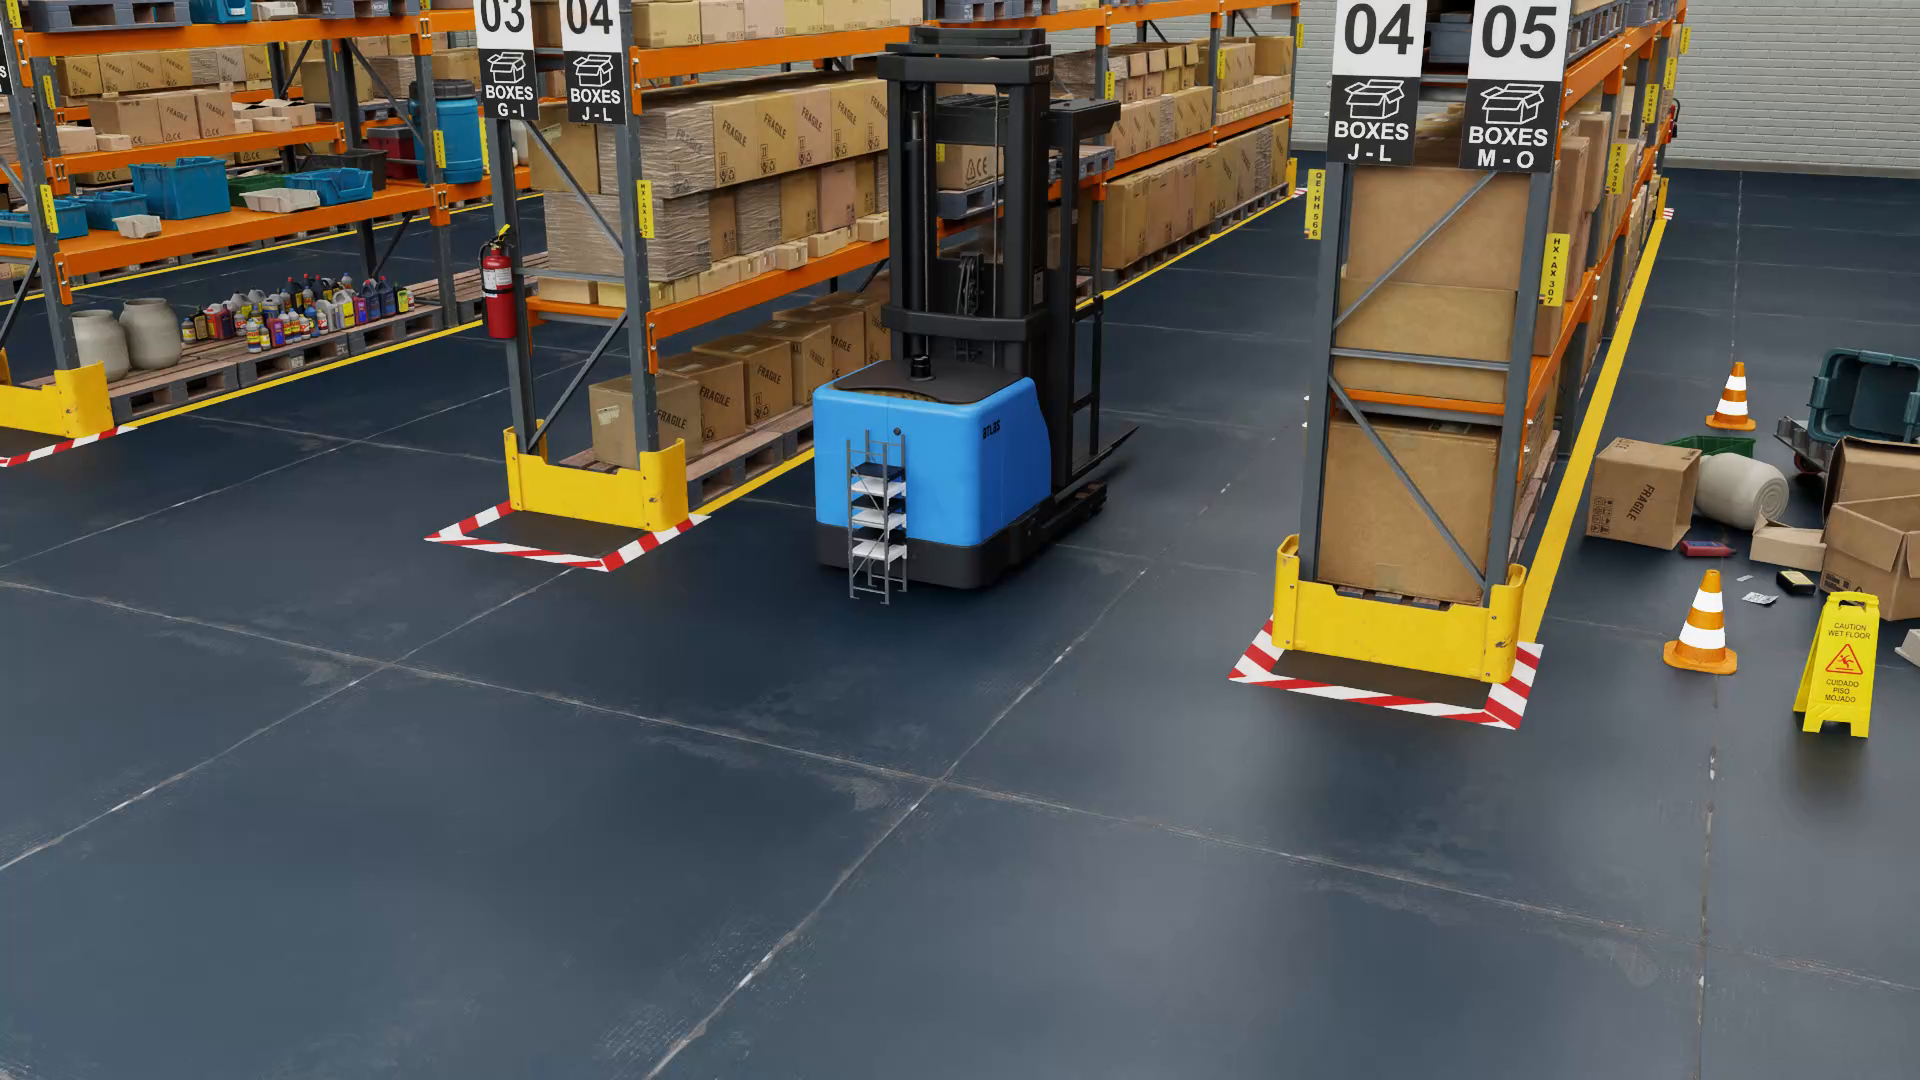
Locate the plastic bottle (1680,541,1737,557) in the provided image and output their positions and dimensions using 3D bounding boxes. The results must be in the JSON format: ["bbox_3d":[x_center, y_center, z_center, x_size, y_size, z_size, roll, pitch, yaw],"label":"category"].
[{"bbox_3d":[4.380,0.054,9.726,0.283,0.061,0.133,1,20,4],"label":"plastic bottle"}]

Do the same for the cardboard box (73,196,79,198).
[{"bbox_3d":[-9.589,-3.638,18.361,0.500,0.311,0.500,9,22,24],"label":"cardboard box"}]

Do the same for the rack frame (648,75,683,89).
[{"bbox_3d":[-3.545,-4.690,18.680,1.000,3.000,0.127,9,21,23],"label":"rack frame"}]

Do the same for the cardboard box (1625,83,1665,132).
[{"bbox_3d":[7.528,-4.826,18.469,0.500,0.500,0.500,8,21,22],"label":"cardboard box"}]

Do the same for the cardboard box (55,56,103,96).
[{"bbox_3d":[-12.151,-6.360,22.752,0.500,0.500,0.500,9,22,24],"label":"cardboard box"}]

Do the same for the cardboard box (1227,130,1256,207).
[{"bbox_3d":[3.323,-4.896,21.804,0.875,0.875,0.875,9,21,23],"label":"cardboard box"}]

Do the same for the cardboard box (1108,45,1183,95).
[{"bbox_3d":[2.066,-5.349,18.885,0.797,0.503,0.637,9,21,23],"label":"cardboard box"}]

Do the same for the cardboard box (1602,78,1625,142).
[{"bbox_3d":[5.264,-3.681,14.203,0.700,0.500,0.500,8,21,22],"label":"cardboard box"}]

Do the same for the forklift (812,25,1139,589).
[{"bbox_3d":[0.277,-1.569,10.008,1.130,2.935,3.031,9,22,25],"label":"forklift"}]

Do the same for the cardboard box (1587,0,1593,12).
[{"bbox_3d":[2.821,-2.609,7.950,0.380,0.149,0.250,9,21,23],"label":"cardboard box"}]

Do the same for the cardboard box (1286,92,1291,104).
[{"bbox_3d":[4.404,-6.184,23.255,0.380,0.149,0.250,9,21,24],"label":"cardboard box"}]

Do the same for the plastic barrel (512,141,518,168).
[{"bbox_3d":[-4.501,-3.786,16.344,0.301,0.262,0.301,0,20,0],"label":"plastic barrel"}]

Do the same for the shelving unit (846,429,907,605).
[{"bbox_3d":[-0.447,-0.124,8.973,0.258,0.900,0.210,9,22,25],"label":"shelving unit"}]

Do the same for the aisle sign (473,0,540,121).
[{"bbox_3d":[-2.601,-2.812,9.520,0.394,0.787,0.004,9,21,23],"label":"aisle sign"}]

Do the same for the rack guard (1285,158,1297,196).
[{"bbox_3d":[4.259,-5.286,24.086,1.175,0.500,0.348,9,21,23],"label":"rack guard"}]

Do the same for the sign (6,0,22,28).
[{"bbox_3d":[-6.321,-3.585,11.084,0.100,0.325,0.005,9,21,23],"label":"sign"}]

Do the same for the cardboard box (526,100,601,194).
[{"bbox_3d":[-2.303,-2.425,10.227,0.500,0.500,0.500,9,21,23],"label":"cardboard box"}]

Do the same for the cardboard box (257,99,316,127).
[{"bbox_3d":[-8.251,-5.224,20.314,0.500,0.311,0.500,10,22,26],"label":"cardboard box"}]

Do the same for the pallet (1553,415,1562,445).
[{"bbox_3d":[4.067,-1.009,12.490,1.003,0.211,1.213,9,21,23],"label":"pallet"}]

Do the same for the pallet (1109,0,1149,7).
[{"bbox_3d":[1.189,-5.539,16.872,1.213,0.211,1.003,10,22,25],"label":"pallet"}]

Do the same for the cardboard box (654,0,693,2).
[{"bbox_3d":[-1.784,-3.214,9.682,0.380,0.149,0.250,9,21,24],"label":"cardboard box"}]

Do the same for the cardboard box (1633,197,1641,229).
[{"bbox_3d":[6.595,-3.314,16.796,0.500,0.250,0.500,8,21,20],"label":"cardboard box"}]

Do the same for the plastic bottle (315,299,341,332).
[{"bbox_3d":[-5.465,-1.948,14.379,0.152,0.276,0.135,9,21,24],"label":"plastic bottle"}]

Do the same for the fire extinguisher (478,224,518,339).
[{"bbox_3d":[-2.770,-1.557,9.985,0.296,0.674,0.183,9,21,23],"label":"fire extinguisher"}]

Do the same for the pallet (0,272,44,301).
[{"bbox_3d":[-10.064,-2.597,16.956,1.003,0.211,1.213,9,21,23],"label":"pallet"}]

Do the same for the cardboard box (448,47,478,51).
[{"bbox_3d":[-6.823,-6.725,23.625,0.700,0.500,0.500,2,20,4],"label":"cardboard box"}]

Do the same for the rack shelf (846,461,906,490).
[{"bbox_3d":[-0.447,-0.347,8.894,0.258,0.077,0.200,9,22,25],"label":"rack shelf"}]

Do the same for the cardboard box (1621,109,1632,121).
[{"bbox_3d":[5.931,-3.856,15.196,0.380,0.149,0.250,8,21,21],"label":"cardboard box"}]

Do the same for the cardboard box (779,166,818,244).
[{"bbox_3d":[-1.497,-2.384,11.603,0.875,0.500,0.500,9,21,23],"label":"cardboard box"}]

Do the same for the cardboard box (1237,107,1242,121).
[{"bbox_3d":[3.357,-5.401,21.055,0.380,0.149,0.250,8,21,21],"label":"cardboard box"}]

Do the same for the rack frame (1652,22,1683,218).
[{"bbox_3d":[8.733,-5.745,21.646,1.000,3.000,0.127,9,21,23],"label":"rack frame"}]

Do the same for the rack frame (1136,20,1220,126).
[{"bbox_3d":[2.612,-5.233,20.208,1.000,3.000,0.127,9,21,23],"label":"rack frame"}]

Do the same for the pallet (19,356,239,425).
[{"bbox_3d":[-6.495,-1.208,13.051,1.003,0.211,1.213,9,21,23],"label":"pallet"}]

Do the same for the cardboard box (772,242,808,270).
[{"bbox_3d":[-1.265,-1.946,11.340,0.380,0.149,0.250,9,21,23],"label":"cardboard box"}]

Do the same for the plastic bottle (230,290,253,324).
[{"bbox_3d":[-6.220,-1.992,14.391,0.144,0.351,0.185,10,22,25],"label":"plastic bottle"}]

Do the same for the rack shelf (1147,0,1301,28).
[{"bbox_3d":[3.431,-6.919,21.545,1.077,0.370,4.000,9,21,23],"label":"rack shelf"}]

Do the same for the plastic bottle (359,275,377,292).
[{"bbox_3d":[-5.315,-2.210,15.003,0.144,0.351,0.185,9,21,23],"label":"plastic bottle"}]

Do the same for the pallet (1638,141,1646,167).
[{"bbox_3d":[6.231,-3.820,16.519,1.003,0.211,1.213,9,21,23],"label":"pallet"}]

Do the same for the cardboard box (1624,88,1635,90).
[{"bbox_3d":[7.000,-4.650,17.428,0.380,0.149,0.250,8,21,21],"label":"cardboard box"}]

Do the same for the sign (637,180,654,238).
[{"bbox_3d":[-1.807,-1.899,9.539,0.100,0.325,0.005,9,21,23],"label":"sign"}]

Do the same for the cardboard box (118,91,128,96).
[{"bbox_3d":[-11.950,-6.249,23.408,0.380,0.149,0.250,8,21,22],"label":"cardboard box"}]

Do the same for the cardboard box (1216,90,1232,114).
[{"bbox_3d":[3.043,-5.411,20.486,0.500,0.250,0.500,8,21,22],"label":"cardboard box"}]

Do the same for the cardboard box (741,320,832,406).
[{"bbox_3d":[-1.275,-1.314,12.292,0.500,0.500,0.500,7,21,18],"label":"cardboard box"}]

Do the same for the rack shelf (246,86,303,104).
[{"bbox_3d":[-10.126,-7.545,27.781,1.077,0.370,4.000,9,21,23],"label":"rack shelf"}]

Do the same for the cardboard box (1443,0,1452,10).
[{"bbox_3d":[2.217,-2.697,8.199,0.380,0.149,0.250,9,21,24],"label":"cardboard box"}]

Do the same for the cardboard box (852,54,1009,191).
[{"bbox_3d":[-0.211,-3.492,13.789,1.000,1.000,1.000,9,21,23],"label":"cardboard box"}]

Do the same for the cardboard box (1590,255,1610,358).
[{"bbox_3d":[4.771,-1.996,13.834,1.050,0.750,0.750,9,21,24],"label":"cardboard box"}]

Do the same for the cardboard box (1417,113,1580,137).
[{"bbox_3d":[3.171,-2.217,9.892,0.875,0.550,0.550,9,21,23],"label":"cardboard box"}]

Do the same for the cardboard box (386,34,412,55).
[{"bbox_3d":[-9.795,-8.255,28.257,0.980,0.700,0.700,8,21,22],"label":"cardboard box"}]

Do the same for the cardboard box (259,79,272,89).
[{"bbox_3d":[-10.825,-7.021,25.580,0.380,0.149,0.250,9,21,23],"label":"cardboard box"}]

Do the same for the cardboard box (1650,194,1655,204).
[{"bbox_3d":[8.366,-4.220,20.542,0.380,0.149,0.250,9,21,24],"label":"cardboard box"}]

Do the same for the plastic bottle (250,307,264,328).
[{"bbox_3d":[-6.092,-1.919,14.407,0.097,0.201,0.097,0,20,0],"label":"plastic bottle"}]

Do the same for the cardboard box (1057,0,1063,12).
[{"bbox_3d":[0.604,-4.868,14.926,0.500,0.250,0.500,9,22,24],"label":"cardboard box"}]

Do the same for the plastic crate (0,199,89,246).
[{"bbox_3d":[-6.889,-2.369,12.374,0.499,0.251,0.616,9,21,23],"label":"plastic crate"}]
